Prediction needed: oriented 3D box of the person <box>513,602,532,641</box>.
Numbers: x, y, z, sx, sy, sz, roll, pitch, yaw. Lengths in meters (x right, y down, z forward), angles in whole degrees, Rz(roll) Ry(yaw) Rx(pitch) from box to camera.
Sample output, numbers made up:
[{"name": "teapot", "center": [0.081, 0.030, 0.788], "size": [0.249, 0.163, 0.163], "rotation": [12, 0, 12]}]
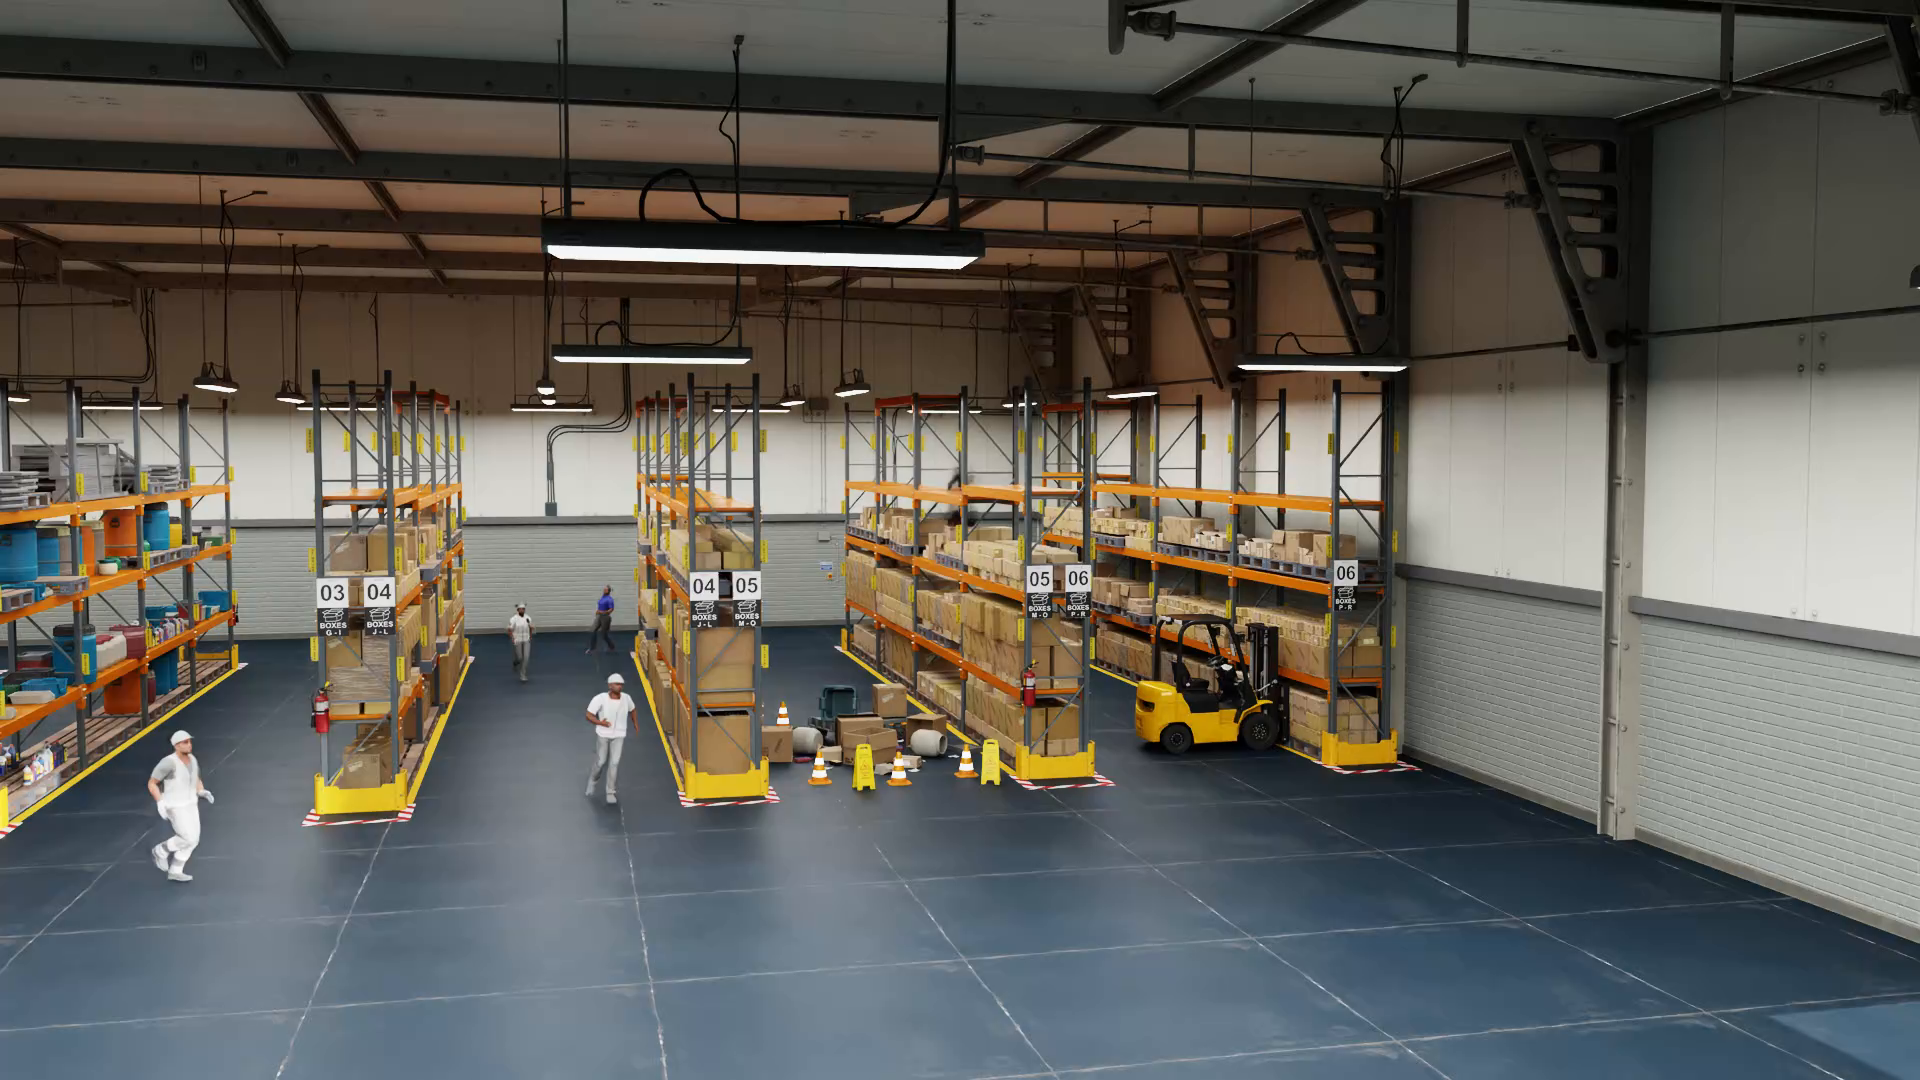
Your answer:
[{"name": "person", "center": [-9.285, 1.729, 35.247], "size": [0.402, 0.831, 0.333], "rotation": [-2, 4, -27]}]

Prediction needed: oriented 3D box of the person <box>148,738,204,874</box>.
[{"name": "person", "center": [-8.914, 3.078, 19.026], "size": [0.511, 1.551, 0.647], "rotation": [1, 3, 16]}]

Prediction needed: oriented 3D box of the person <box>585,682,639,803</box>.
[{"name": "person", "center": [-4.852, 2.770, 23.313], "size": [0.764, 1.708, 0.899], "rotation": [-2, 4, -27]}]

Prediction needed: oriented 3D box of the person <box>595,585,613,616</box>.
[{"name": "person", "center": [-8.470, 1.450, 39.485], "size": [0.592, 0.750, 0.486], "rotation": [3, 4, 41]}]
